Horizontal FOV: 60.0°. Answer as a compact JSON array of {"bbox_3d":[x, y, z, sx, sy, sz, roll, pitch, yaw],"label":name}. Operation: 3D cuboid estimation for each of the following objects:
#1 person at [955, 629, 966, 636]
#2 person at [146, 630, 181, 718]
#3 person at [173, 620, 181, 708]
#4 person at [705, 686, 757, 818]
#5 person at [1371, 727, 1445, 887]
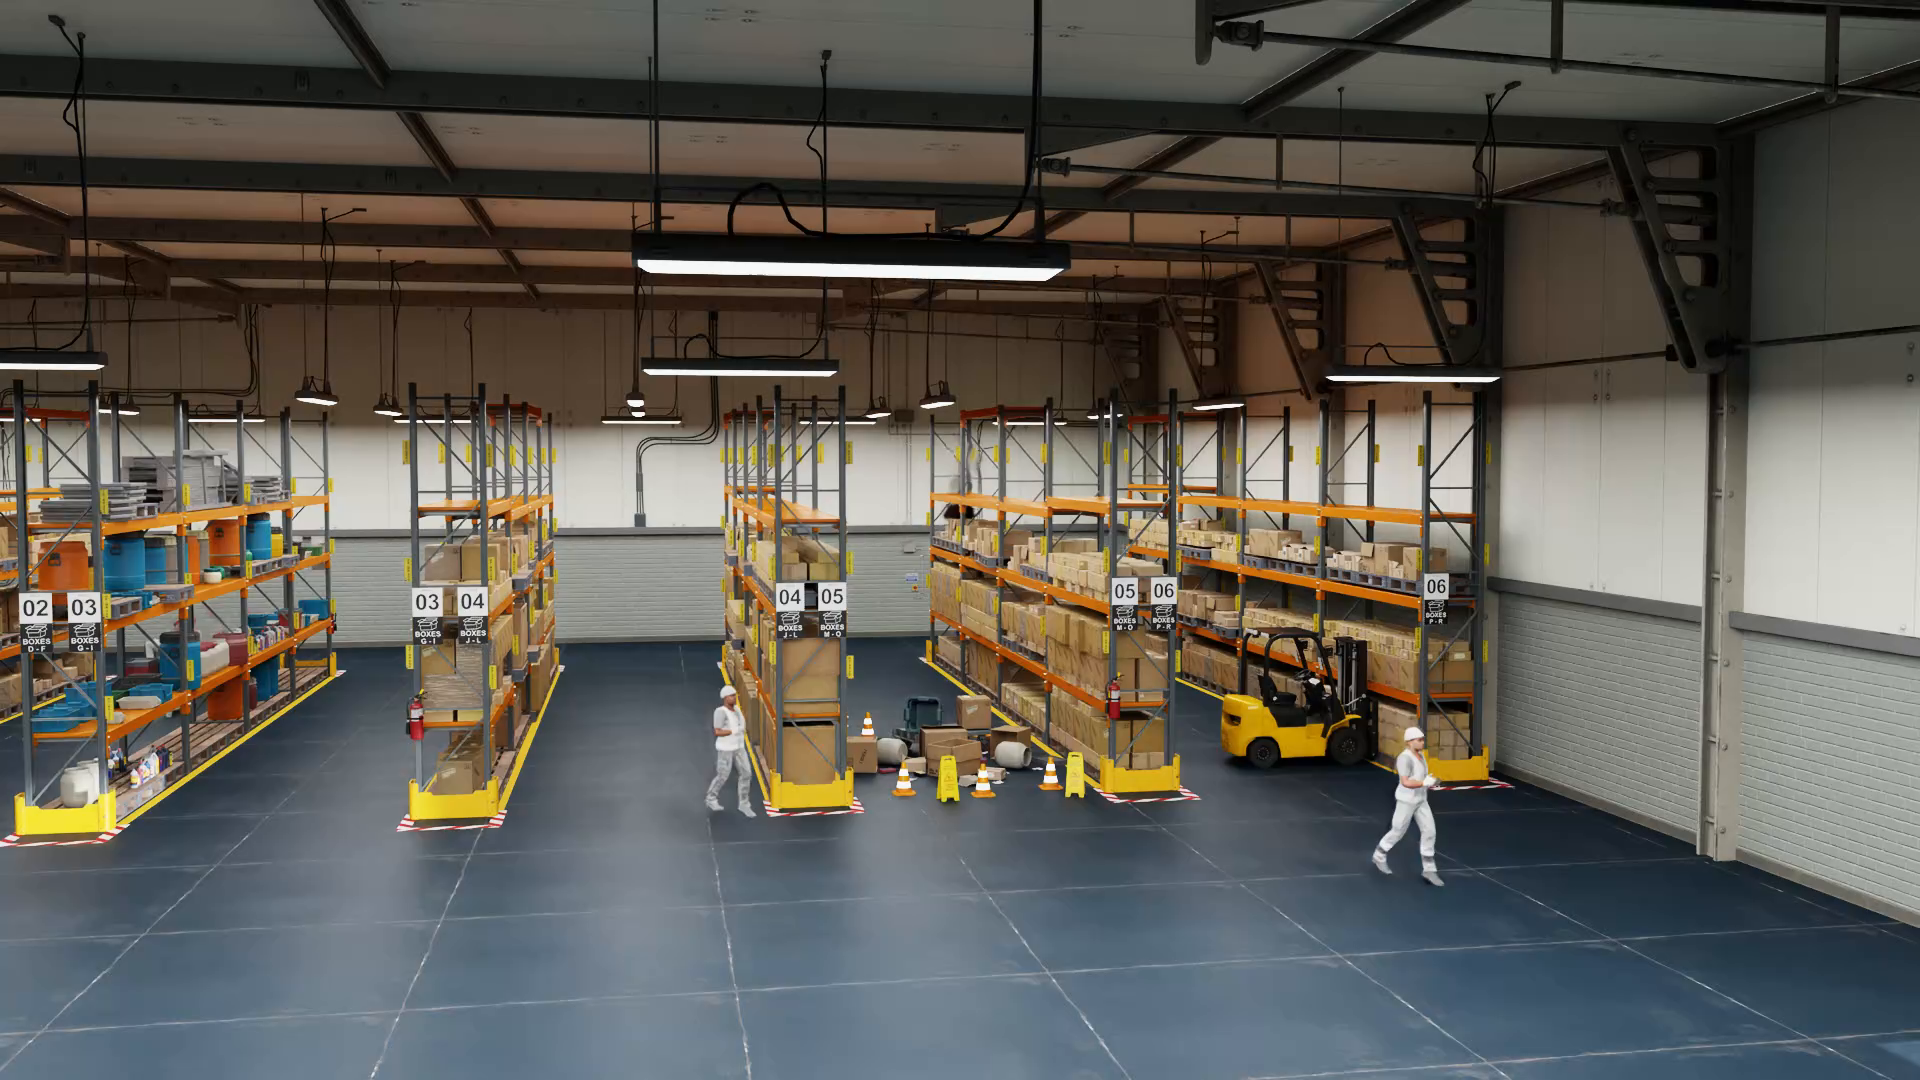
[{"bbox_3d":[0.114,2.079,41.671,0.922,1.619,0.686,1,3,24],"label":"person"},{"bbox_3d":[-15.260,2.571,32.046,0.750,1.737,1.072,-1,3,-23],"label":"person"},{"bbox_3d":[-15.429,2.458,33.142,0.671,1.763,0.667,0,3,7],"label":"person"},{"bbox_3d":[-3.193,2.932,23.048,0.759,1.835,0.665,2,3,32],"label":"person"},{"bbox_3d":[5.269,3.095,19.510,0.652,1.825,0.904,-3,4,-43],"label":"person"}]
